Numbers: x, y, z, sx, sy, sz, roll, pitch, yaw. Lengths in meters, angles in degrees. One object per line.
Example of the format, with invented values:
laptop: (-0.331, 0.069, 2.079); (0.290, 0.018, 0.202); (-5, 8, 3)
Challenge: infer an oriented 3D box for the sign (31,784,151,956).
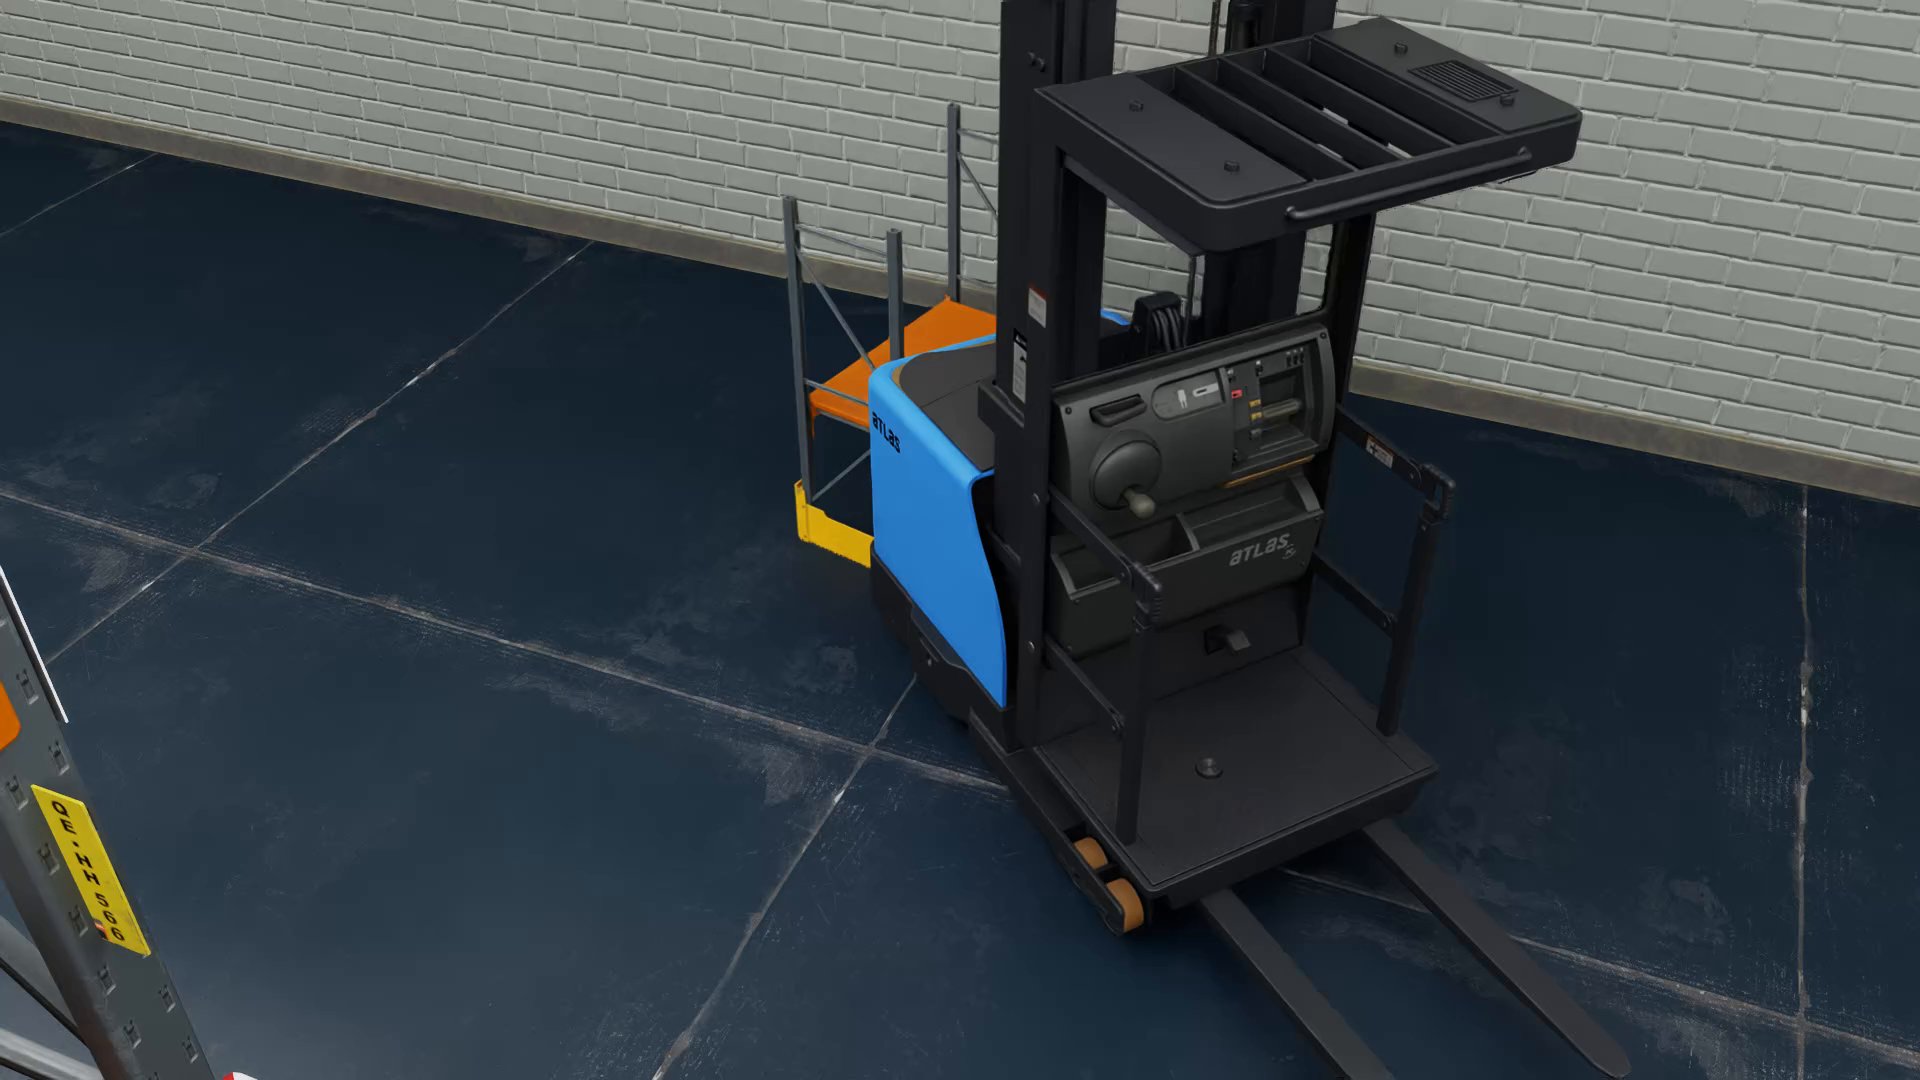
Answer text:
sign: (-1.269, 0.486, 2.429); (0.100, 0.325, 0.005); (14, 39, 18)

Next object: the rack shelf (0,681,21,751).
rack shelf: (-2.527, 1.108, 0.858); (1.077, 0.370, 4.000); (14, 39, 18)

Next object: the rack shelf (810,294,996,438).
rack shelf: (-0.124, -0.635, 6.647); (0.538, 0.185, 1.000); (22, 42, 27)

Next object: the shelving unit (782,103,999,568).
shelving unit: (-0.119, -0.783, 6.545); (0.587, 1.500, 1.083); (22, 42, 27)

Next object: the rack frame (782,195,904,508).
rack frame: (-0.412, -0.528, 6.204); (0.500, 1.500, 0.032); (22, 42, 27)

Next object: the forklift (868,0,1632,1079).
forklift: (0.802, -0.274, 4.668); (1.130, 2.935, 3.031); (-18, 40, -22)

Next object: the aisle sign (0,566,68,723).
aisle sign: (-1.461, -0.099, 2.206); (0.394, 0.787, 0.004); (14, 39, 18)

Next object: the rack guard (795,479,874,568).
rack guard: (-0.401, -0.037, 6.591); (0.587, 0.250, 0.087); (22, 42, 27)

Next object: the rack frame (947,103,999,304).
rack frame: (0.164, -1.029, 6.874); (0.500, 1.500, 0.032); (22, 42, 27)
